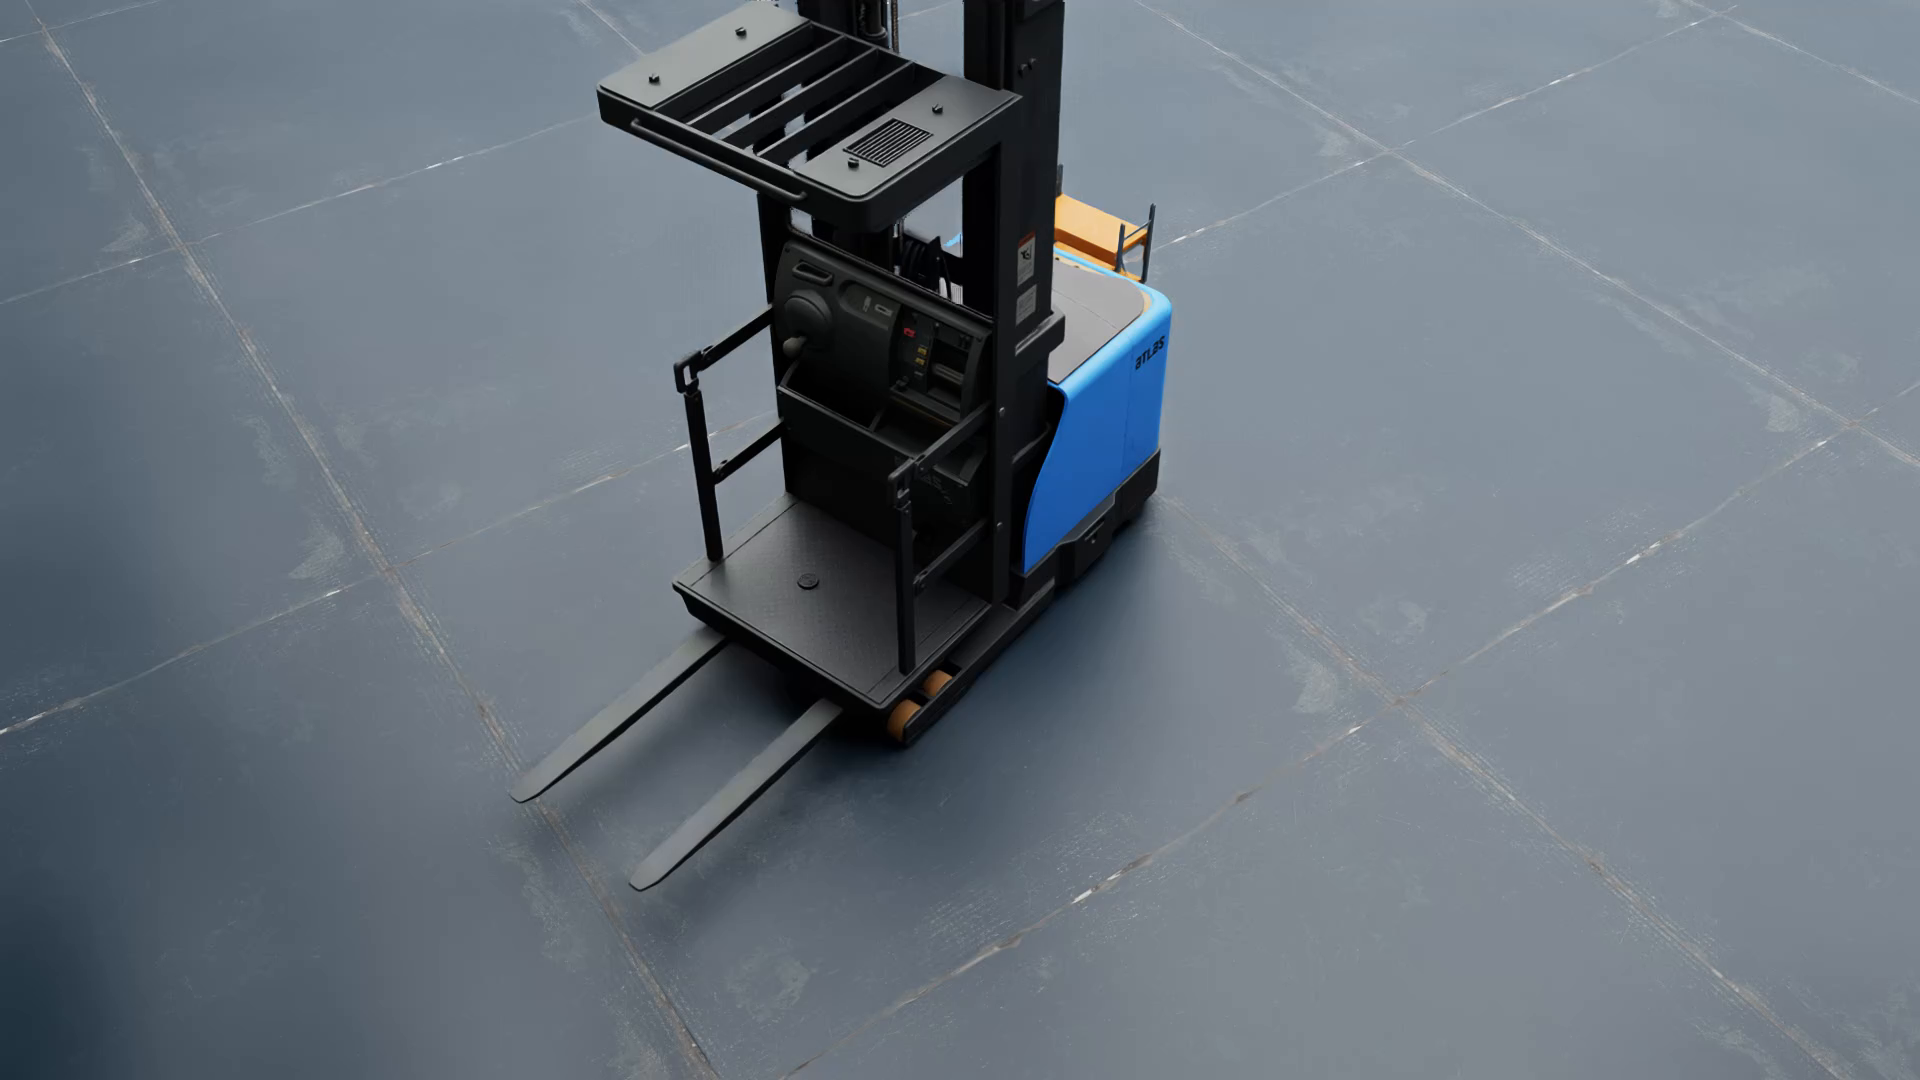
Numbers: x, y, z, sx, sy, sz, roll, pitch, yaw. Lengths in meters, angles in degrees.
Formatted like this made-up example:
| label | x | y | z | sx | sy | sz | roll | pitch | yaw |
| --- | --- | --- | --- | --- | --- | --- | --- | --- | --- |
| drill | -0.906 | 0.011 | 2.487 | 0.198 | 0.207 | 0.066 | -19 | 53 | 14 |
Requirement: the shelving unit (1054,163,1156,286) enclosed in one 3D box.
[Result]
| label | x | y | z | sx | sy | sz | roll | pitch | yaw |
| --- | --- | --- | --- | --- | --- | --- | --- | --- | --- |
| shelving unit | 0.535 | -1.016 | 7.427 | 0.503 | 1.200 | 0.258 | 30 | 48 | 28 |

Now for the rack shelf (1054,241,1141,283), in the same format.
| label | x | y | z | sx | sy | sz | roll | pitch | yaw |
| --- | --- | --- | --- | --- | --- | --- | --- | --- | --- |
| rack shelf | 0.540 | -1.133 | 7.323 | 0.480 | 0.148 | 0.258 | 30 | 48 | 28 |

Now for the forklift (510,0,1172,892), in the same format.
| label | x | y | z | sx | sy | sz | roll | pitch | yaw |
| --- | --- | --- | --- | --- | --- | --- | --- | --- | --- |
| forklift | -0.425 | -0.668 | 5.818 | 1.130 | 2.935 | 3.031 | 28 | 50 | 26 |

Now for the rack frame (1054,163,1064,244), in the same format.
| label | x | y | z | sx | sy | sz | roll | pitch | yaw |
| --- | --- | --- | --- | --- | --- | --- | --- | --- | --- |
| rack frame | 0.348 | -1.124 | 7.540 | 0.015 | 1.200 | 0.240 | 30 | 48 | 28 |

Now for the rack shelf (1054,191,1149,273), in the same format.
| label | x | y | z | sx | sy | sz | roll | pitch | yaw |
| --- | --- | --- | --- | --- | --- | --- | --- | --- | --- |
| rack shelf | 0.548 | -1.310 | 7.167 | 0.480 | 0.148 | 0.258 | 30 | 48 | 28 |

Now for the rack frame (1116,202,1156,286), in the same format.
| label | x | y | z | sx | sy | sz | roll | pitch | yaw |
| --- | --- | --- | --- | --- | --- | --- | --- | --- | --- |
| rack frame | 0.723 | -0.908 | 7.314 | 0.015 | 1.200 | 0.240 | 30 | 48 | 28 |
